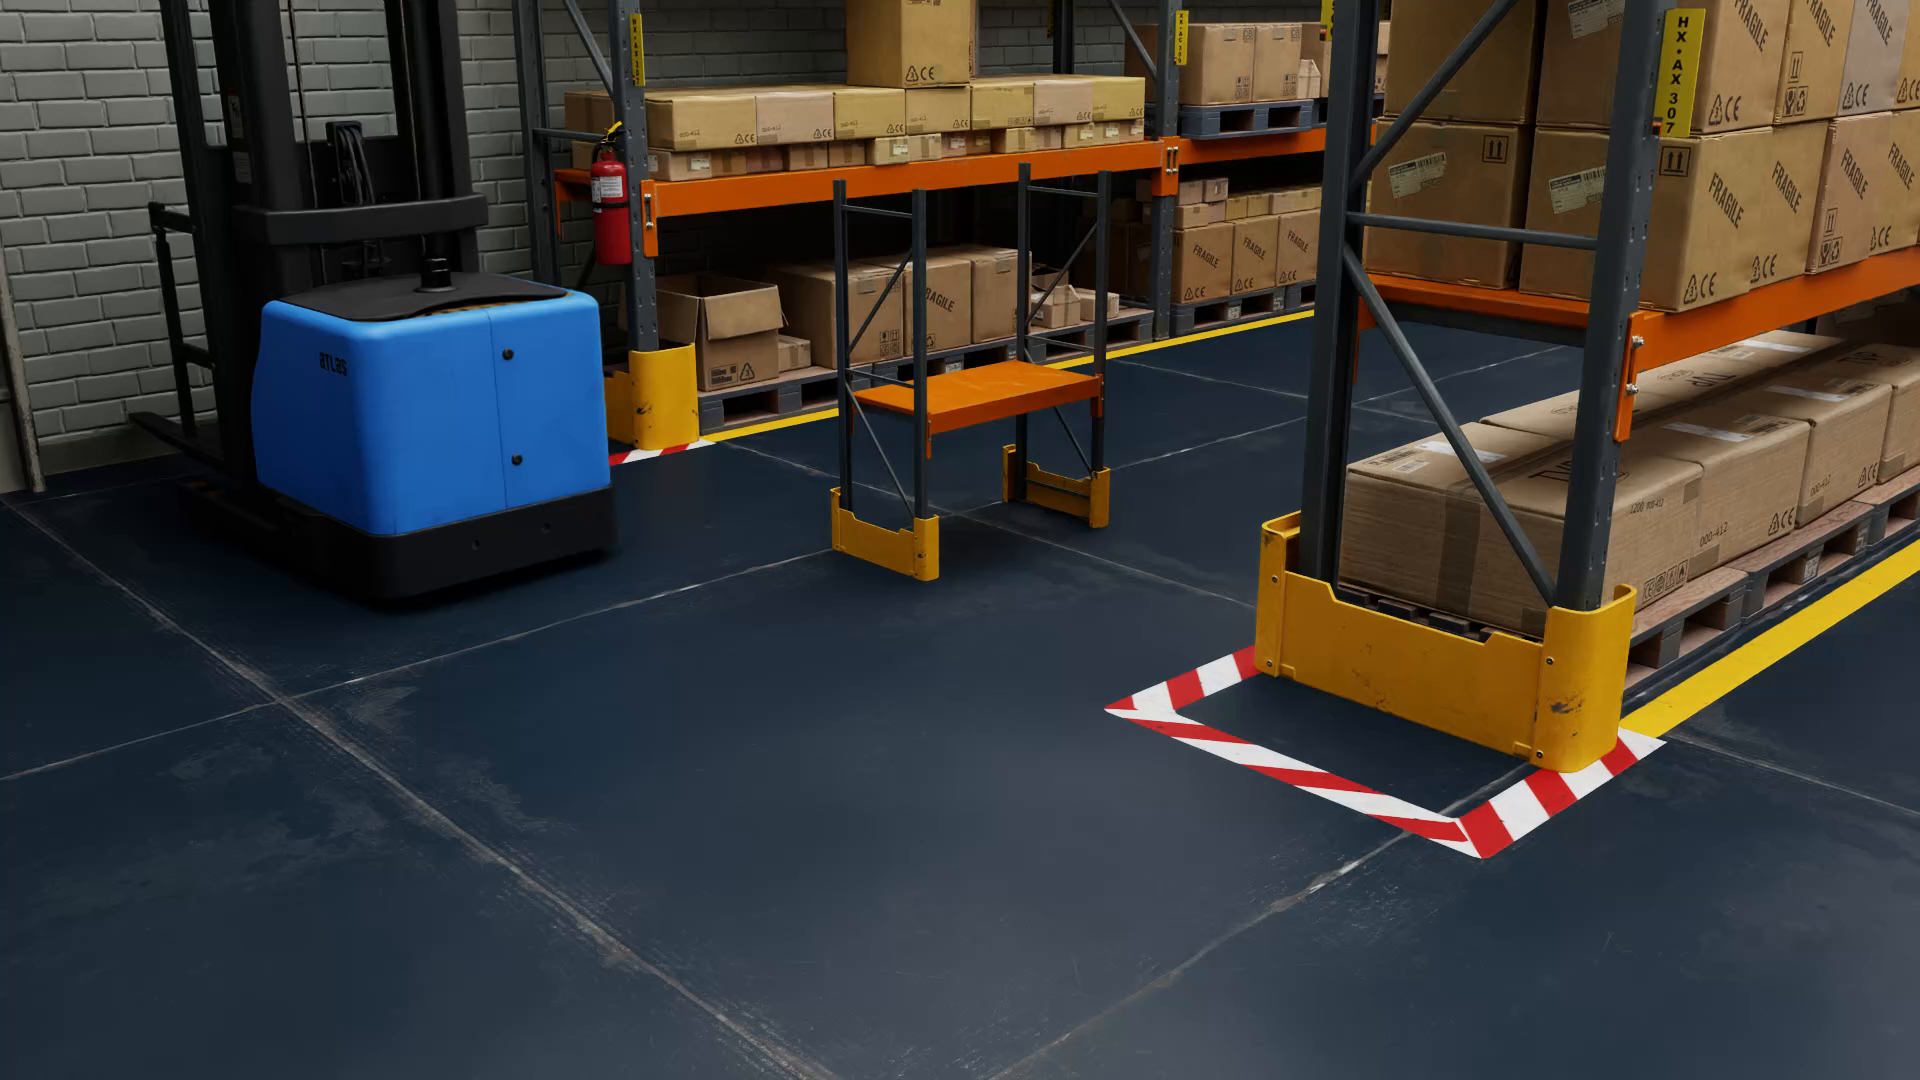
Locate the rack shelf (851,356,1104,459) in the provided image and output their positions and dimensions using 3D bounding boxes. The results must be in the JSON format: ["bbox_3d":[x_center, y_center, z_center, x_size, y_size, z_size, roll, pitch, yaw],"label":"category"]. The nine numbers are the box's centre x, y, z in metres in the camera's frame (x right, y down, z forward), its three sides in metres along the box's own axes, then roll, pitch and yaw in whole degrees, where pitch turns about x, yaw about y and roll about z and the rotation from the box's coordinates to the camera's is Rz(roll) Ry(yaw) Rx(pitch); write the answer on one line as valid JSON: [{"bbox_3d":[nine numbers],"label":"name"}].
[{"bbox_3d":[0.062,-0.560,6.865,1.000,0.185,0.538,-16,24,-41],"label":"rack shelf"}]

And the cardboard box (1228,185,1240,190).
[{"bbox_3d":[1.842,-2.545,12.290,0.250,0.149,0.380,-15,23,-39],"label":"cardboard box"}]

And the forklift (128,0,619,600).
[{"bbox_3d":[-2.781,-1.541,6.987,1.130,2.935,3.031,-17,25,-42],"label":"forklift"}]

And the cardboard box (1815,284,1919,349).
[{"bbox_3d":[4.818,-1.093,8.256,0.875,0.875,0.875,-15,23,-39],"label":"cardboard box"}]

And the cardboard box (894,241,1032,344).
[{"bbox_3d":[0.015,-1.530,10.212,0.700,0.500,0.500,17,24,42],"label":"cardboard box"}]

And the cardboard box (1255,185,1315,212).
[{"bbox_3d":[2.359,-2.492,12.129,0.250,0.149,0.380,-15,23,-39],"label":"cardboard box"}]

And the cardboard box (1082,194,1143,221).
[{"bbox_3d":[1.079,-2.328,11.621,0.380,0.149,0.250,17,24,42],"label":"cardboard box"}]

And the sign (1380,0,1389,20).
[{"bbox_3d":[3.533,-4.388,13.778,0.005,0.325,0.100,-16,24,-41],"label":"sign"}]

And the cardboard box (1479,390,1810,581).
[{"bbox_3d":[2.586,-0.246,6.353,0.875,0.438,0.875,-15,24,-39],"label":"cardboard box"}]

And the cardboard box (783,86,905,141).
[{"bbox_3d":[-0.650,-2.339,9.097,0.500,0.250,0.500,-17,24,-42],"label":"cardboard box"}]

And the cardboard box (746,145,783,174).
[{"bbox_3d":[-1.149,-2.035,8.804,0.250,0.149,0.380,-17,24,-42],"label":"cardboard box"}]

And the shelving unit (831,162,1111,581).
[{"bbox_3d":[0.055,-0.730,6.803,1.083,1.500,0.587,-16,24,-41],"label":"shelving unit"}]

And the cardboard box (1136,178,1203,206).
[{"bbox_3d":[1.412,-2.357,11.228,0.250,0.149,0.380,-17,24,-42],"label":"cardboard box"}]

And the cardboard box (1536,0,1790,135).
[{"bbox_3d":[2.061,-1.468,4.865,0.500,0.500,0.500,-17,25,-42],"label":"cardboard box"}]

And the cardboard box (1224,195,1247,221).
[{"bbox_3d":[1.780,-2.335,11.642,0.380,0.149,0.250,16,24,41],"label":"cardboard box"}]

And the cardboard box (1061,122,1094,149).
[{"bbox_3d":[0.605,-2.502,10.245,0.250,0.149,0.380,-15,24,-39],"label":"cardboard box"}]

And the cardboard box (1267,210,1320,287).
[{"bbox_3d":[2.262,-2.149,12.120,0.500,0.500,0.500,17,25,42],"label":"cardboard box"}]

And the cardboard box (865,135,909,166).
[{"bbox_3d":[-0.499,-2.169,9.218,0.380,0.149,0.250,17,25,42],"label":"cardboard box"}]

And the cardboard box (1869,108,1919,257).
[{"bbox_3d":[3.145,-1.319,6.027,0.500,0.500,0.500,-15,23,-39],"label":"cardboard box"}]

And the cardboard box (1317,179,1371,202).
[{"bbox_3d":[2.929,-2.662,12.652,0.250,0.149,0.380,-17,24,-42],"label":"cardboard box"}]

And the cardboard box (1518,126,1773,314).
[{"bbox_3d":[2.062,-0.992,5.018,0.500,0.500,0.500,-17,24,-41],"label":"cardboard box"}]

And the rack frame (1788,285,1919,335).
[{"bbox_3d":[4.423,-1.754,7.532,0.127,3.000,1.000,-16,24,-41],"label":"rack frame"}]

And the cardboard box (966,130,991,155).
[{"bbox_3d":[-0.035,-2.362,9.814,0.250,0.149,0.380,-16,24,-40],"label":"cardboard box"}]

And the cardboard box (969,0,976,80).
[{"bbox_3d":[-0.255,-3.037,10.033,0.500,0.500,0.500,-17,25,-42],"label":"cardboard box"}]

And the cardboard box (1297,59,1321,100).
[{"bbox_3d":[2.283,-3.210,11.559,0.258,0.266,0.396,-15,23,-38],"label":"cardboard box"}]

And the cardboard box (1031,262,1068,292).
[{"bbox_3d":[0.367,-1.700,11.042,0.500,0.311,0.500,-15,23,-39],"label":"cardboard box"}]

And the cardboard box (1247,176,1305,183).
[{"bbox_3d":[2.420,-2.706,12.788,0.250,0.149,0.380,-16,24,-40],"label":"cardboard box"}]

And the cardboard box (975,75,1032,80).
[{"bbox_3d":[0.105,-2.784,10.468,0.500,0.250,0.500,-17,24,-41],"label":"cardboard box"}]

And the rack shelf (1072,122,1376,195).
[{"bbox_3d":[2.463,-2.948,12.379,4.000,0.370,1.077,-16,24,-41],"label":"rack shelf"}]

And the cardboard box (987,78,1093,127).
[{"bbox_3d":[0.454,-2.664,10.099,0.500,0.250,0.500,-16,24,-41],"label":"cardboard box"}]

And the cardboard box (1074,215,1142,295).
[{"bbox_3d":[1.163,-2.047,11.807,0.500,0.500,0.500,-16,24,-41],"label":"cardboard box"}]

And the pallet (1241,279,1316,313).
[{"bbox_3d":[2.462,-1.980,12.750,1.213,0.211,1.003,-16,24,-41],"label":"pallet"}]

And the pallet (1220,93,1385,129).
[{"bbox_3d":[2.506,-3.209,12.330,1.213,0.211,1.003,-16,24,-41],"label":"pallet"}]

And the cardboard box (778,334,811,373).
[{"bbox_3d":[-1.052,-1.052,9.306,0.380,0.149,0.250,17,24,42],"label":"cardboard box"}]

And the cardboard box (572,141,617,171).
[{"bbox_3d":[-1.840,-2.029,8.787,0.250,0.149,0.380,-17,24,-41],"label":"cardboard box"}]

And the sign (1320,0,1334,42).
[{"bbox_3d":[1.154,-1.695,5.087,0.005,0.325,0.100,-16,24,-41],"label":"sign"}]

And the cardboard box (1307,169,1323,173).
[{"bbox_3d":[2.986,-2.871,13.297,0.250,0.149,0.380,-16,24,-40],"label":"cardboard box"}]

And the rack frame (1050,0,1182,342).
[{"bbox_3d":[1.010,-2.866,10.961,0.127,3.000,1.000,-16,24,-41],"label":"rack frame"}]

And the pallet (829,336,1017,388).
[{"bbox_3d":[-0.377,-1.134,10.141,1.213,0.211,1.003,-16,24,-41],"label":"pallet"}]

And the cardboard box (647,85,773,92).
[{"bbox_3d":[-1.369,-2.355,9.144,0.500,0.250,0.500,-16,24,-41],"label":"cardboard box"}]

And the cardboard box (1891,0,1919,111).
[{"bbox_3d":[3.162,-1.796,5.876,0.500,0.500,0.500,-16,24,-41],"label":"cardboard box"}]

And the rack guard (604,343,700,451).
[{"bbox_3d":[-1.841,-0.845,8.782,0.348,0.500,1.175,-16,24,-41],"label":"rack guard"}]

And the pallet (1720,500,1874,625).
[{"bbox_3d":[2.930,-0.025,6.718,1.213,0.211,1.003,-16,24,-41],"label":"pallet"}]
